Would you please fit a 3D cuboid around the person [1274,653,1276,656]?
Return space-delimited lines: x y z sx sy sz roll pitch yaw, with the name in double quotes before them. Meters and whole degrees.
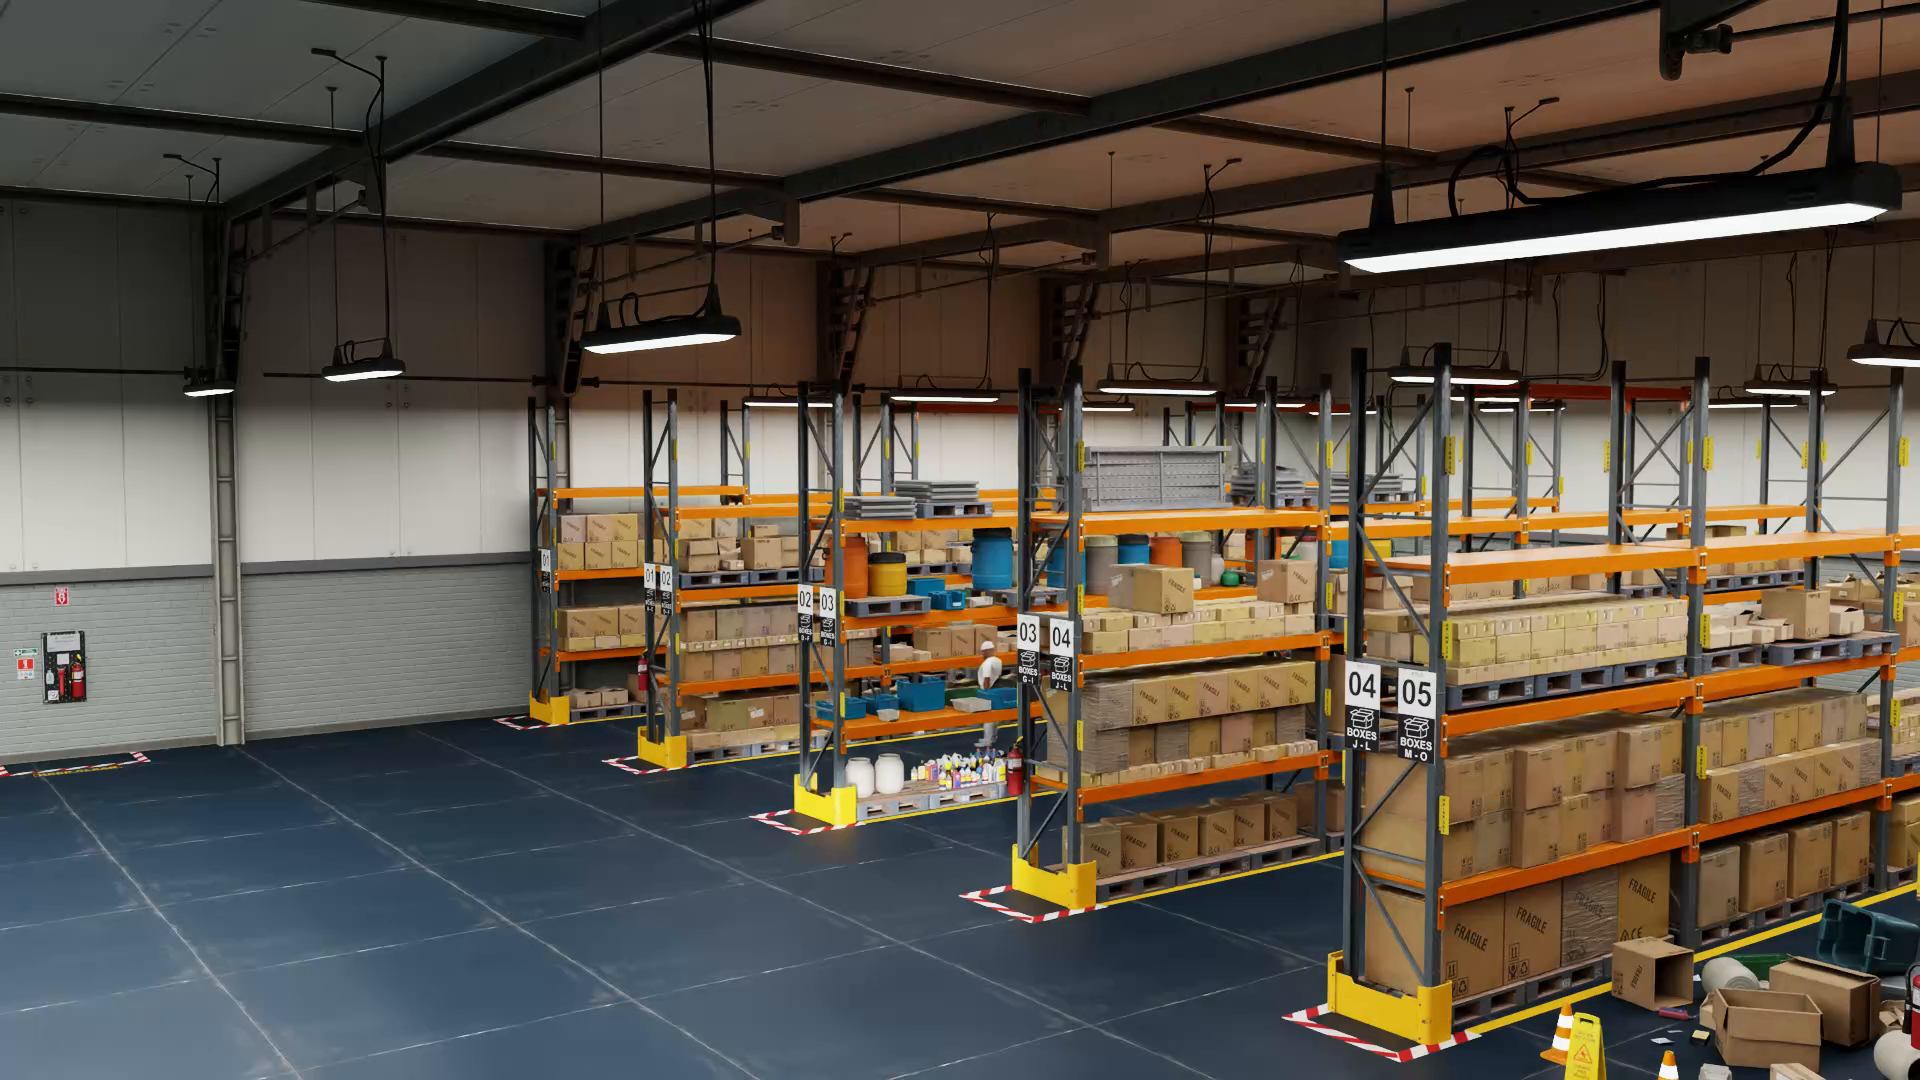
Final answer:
"person" 5.943 2.393 32.189 0.856 1.721 0.618 -3 4 -38

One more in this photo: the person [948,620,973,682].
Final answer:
"person" -0.002 2.149 34.186 0.582 1.756 0.676 0 3 2

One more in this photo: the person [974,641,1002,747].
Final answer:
"person" 0.480 2.603 28.310 0.414 1.766 0.630 1 4 22
